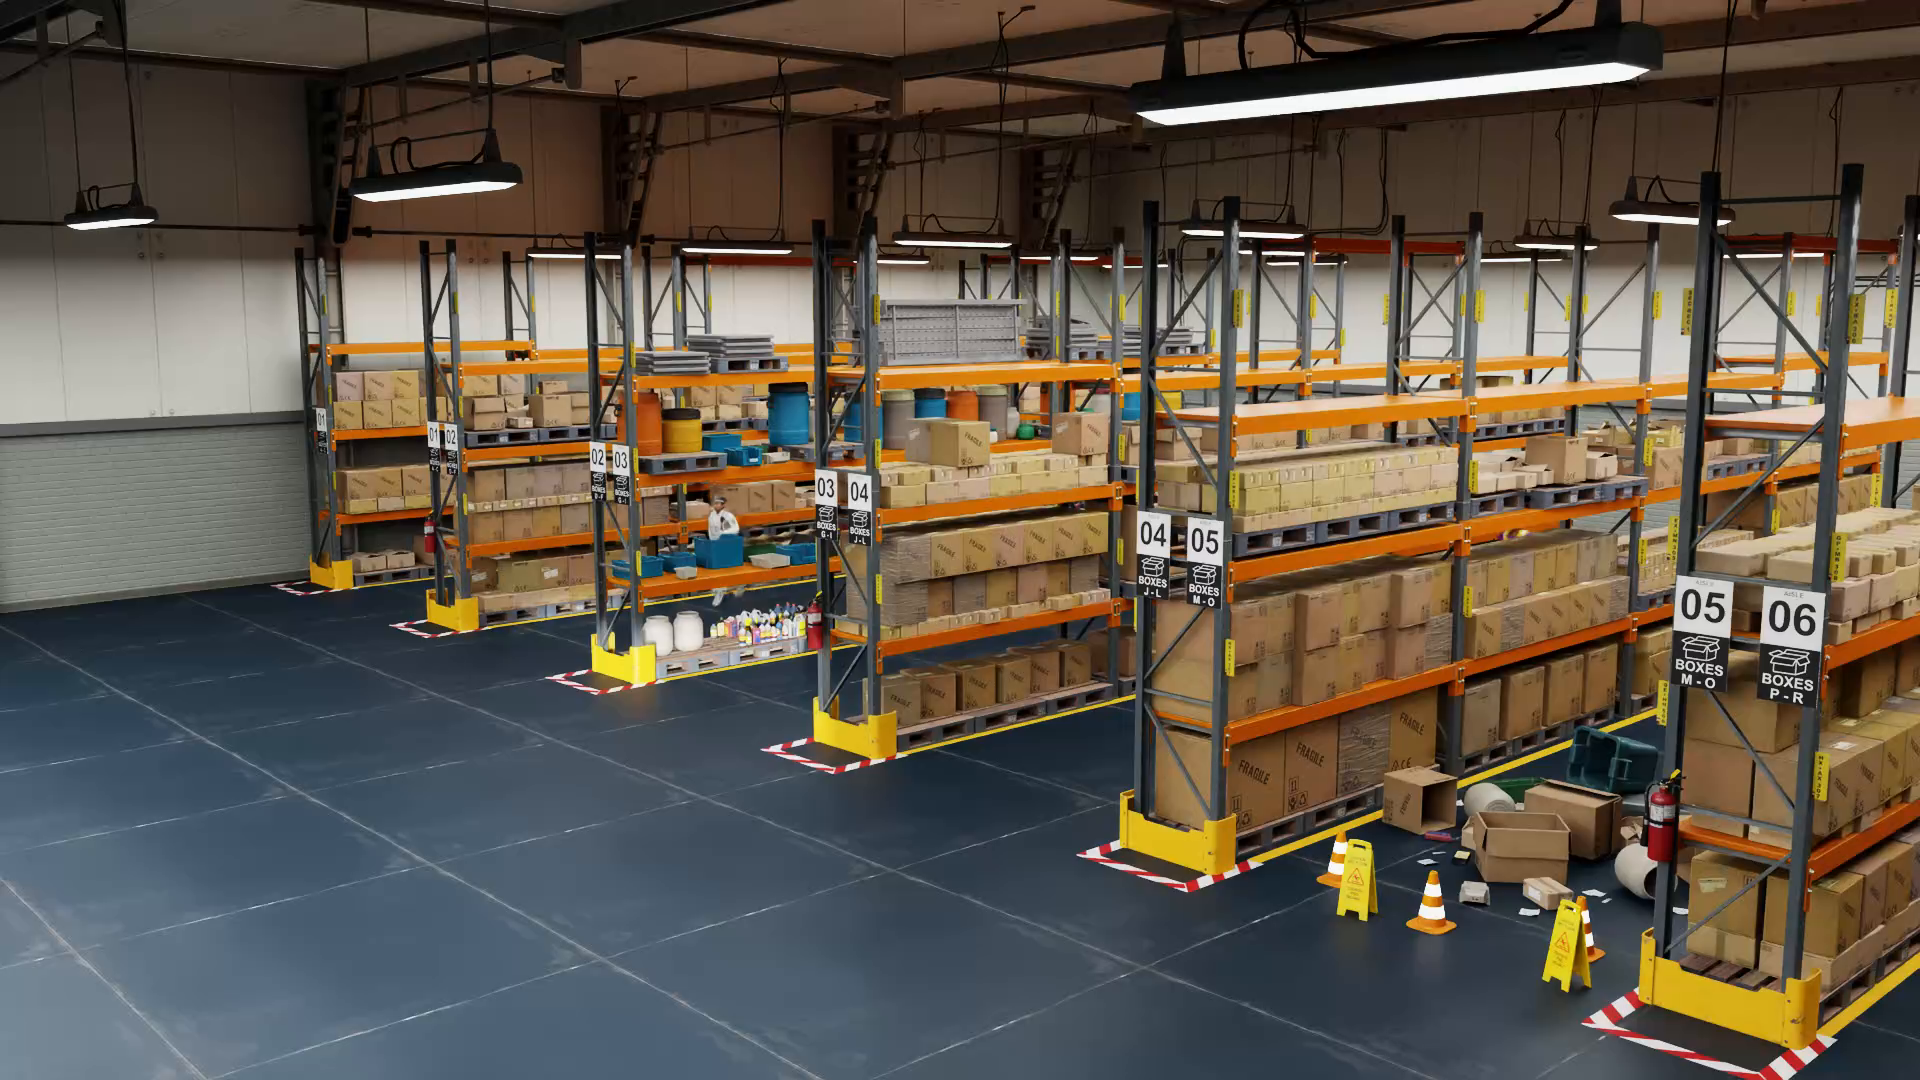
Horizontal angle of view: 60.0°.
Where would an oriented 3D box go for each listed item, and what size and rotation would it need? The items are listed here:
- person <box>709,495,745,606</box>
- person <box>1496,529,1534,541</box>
[{"bbox_3d":[-3.829,0.138,26.735,0.699,1.763,0.723,4,9,27],"label":"person"},{"bbox_3d":[8.711,0.472,26.150,0.827,1.810,0.678,-7,11,-39],"label":"person"}]
